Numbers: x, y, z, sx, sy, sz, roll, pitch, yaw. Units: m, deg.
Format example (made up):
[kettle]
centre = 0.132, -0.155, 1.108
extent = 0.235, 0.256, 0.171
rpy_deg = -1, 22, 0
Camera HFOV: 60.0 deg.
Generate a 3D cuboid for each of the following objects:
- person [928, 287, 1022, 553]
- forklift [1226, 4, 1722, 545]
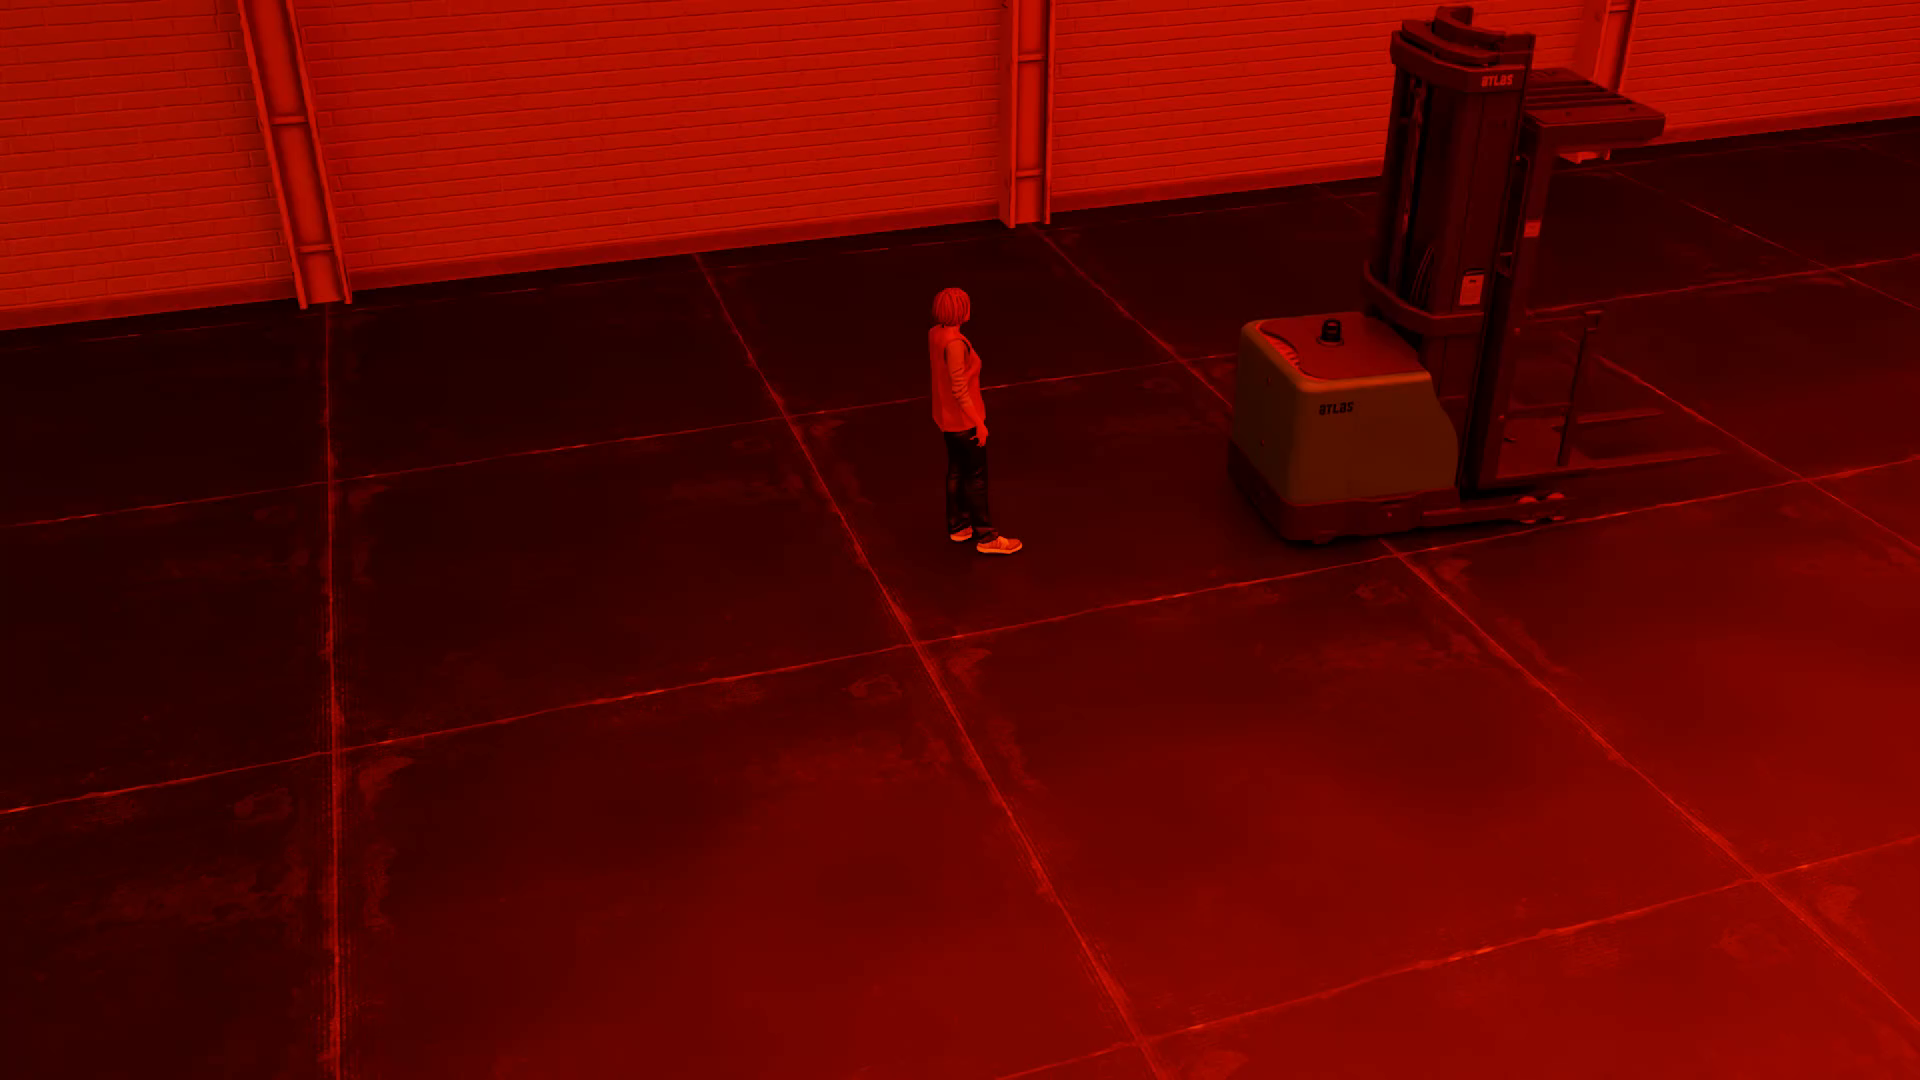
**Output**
[person]
centre = 0.075, -0.704, 9.633
extent = 0.473, 1.599, 0.520
rpy_deg = -10, 31, -16
[forklift]
centre = 3.282, -1.619, 9.901
extent = 3.031, 2.935, 1.130
rpy_deg = -7, 31, -11
